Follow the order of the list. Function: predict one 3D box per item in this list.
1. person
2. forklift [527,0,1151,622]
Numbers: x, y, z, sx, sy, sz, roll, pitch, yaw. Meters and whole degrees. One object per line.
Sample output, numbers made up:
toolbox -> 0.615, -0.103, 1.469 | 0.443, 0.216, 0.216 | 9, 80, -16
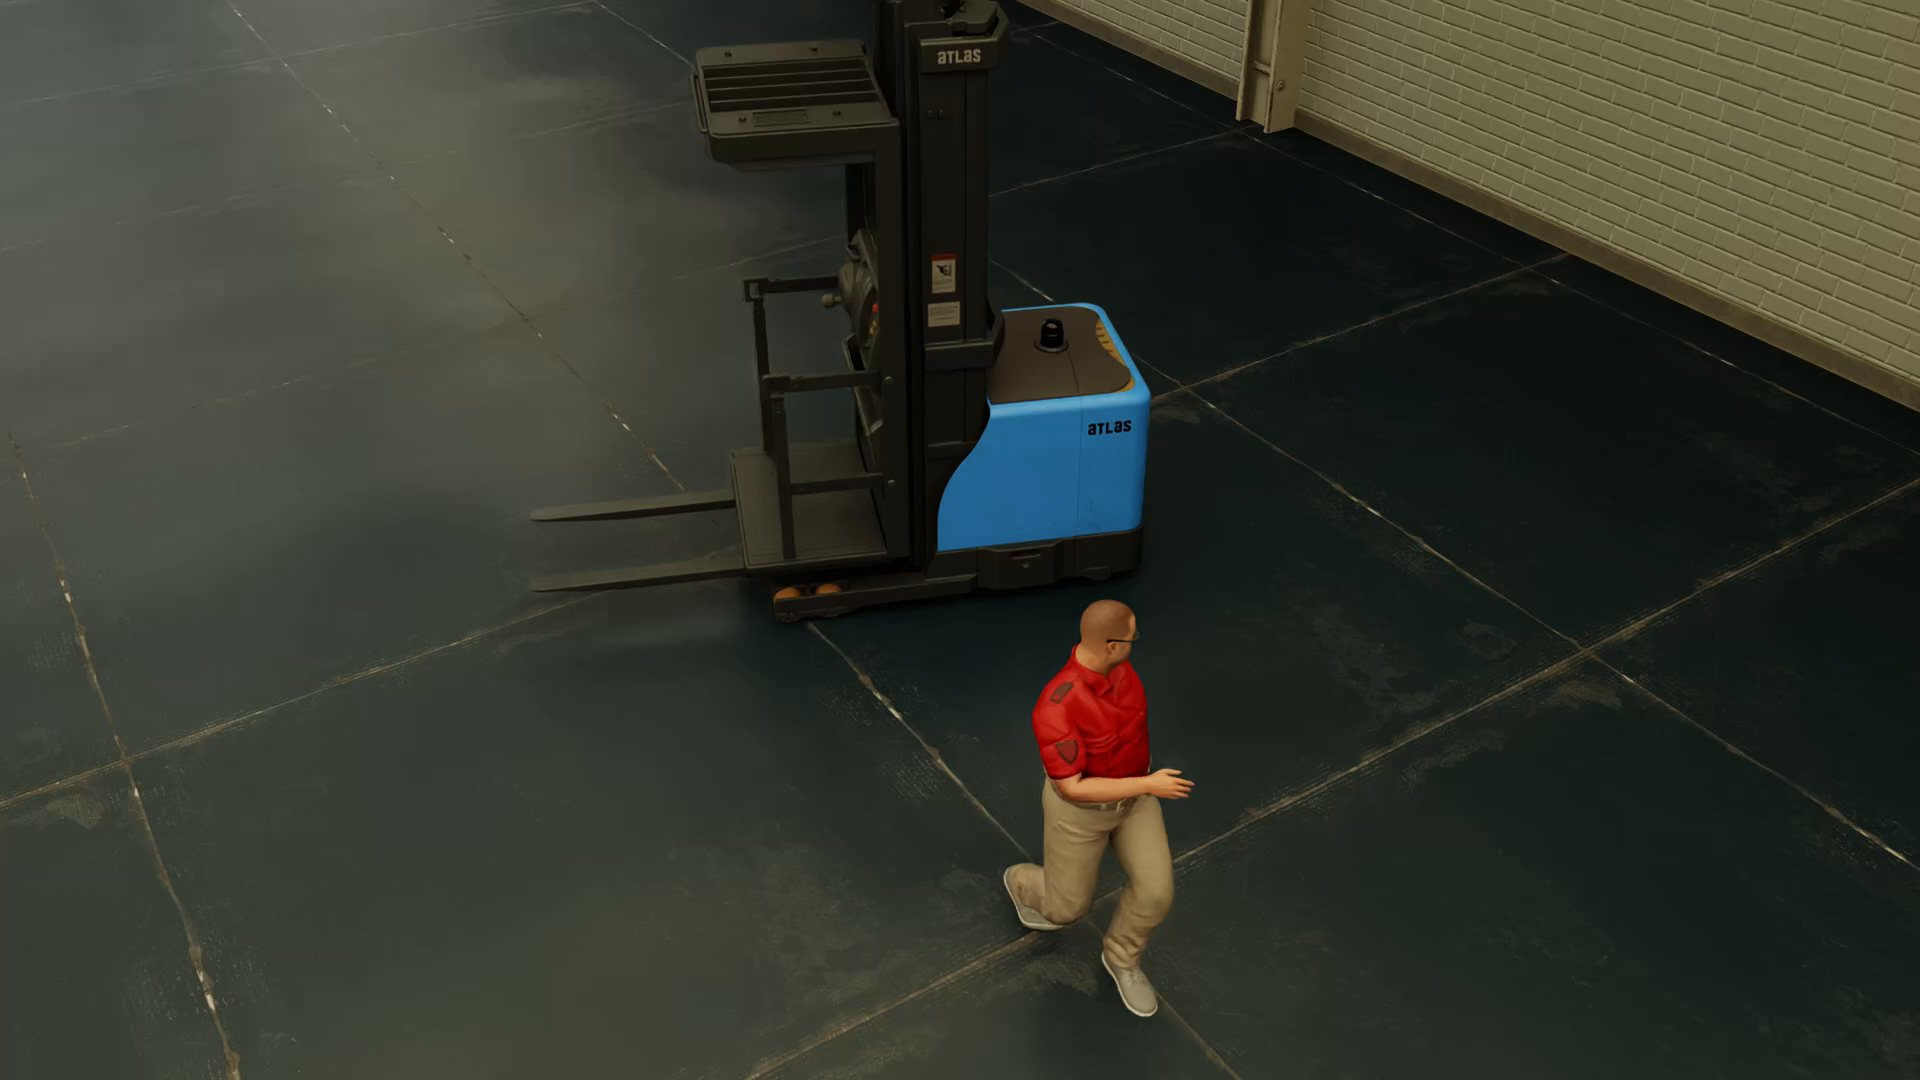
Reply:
person -> 0.486, 0.902, 6.004 | 0.598, 1.649, 0.840 | -21, 40, -27
forklift -> -0.649, -1.128, 7.753 | 3.031, 2.935, 1.130 | -6, 36, -9
